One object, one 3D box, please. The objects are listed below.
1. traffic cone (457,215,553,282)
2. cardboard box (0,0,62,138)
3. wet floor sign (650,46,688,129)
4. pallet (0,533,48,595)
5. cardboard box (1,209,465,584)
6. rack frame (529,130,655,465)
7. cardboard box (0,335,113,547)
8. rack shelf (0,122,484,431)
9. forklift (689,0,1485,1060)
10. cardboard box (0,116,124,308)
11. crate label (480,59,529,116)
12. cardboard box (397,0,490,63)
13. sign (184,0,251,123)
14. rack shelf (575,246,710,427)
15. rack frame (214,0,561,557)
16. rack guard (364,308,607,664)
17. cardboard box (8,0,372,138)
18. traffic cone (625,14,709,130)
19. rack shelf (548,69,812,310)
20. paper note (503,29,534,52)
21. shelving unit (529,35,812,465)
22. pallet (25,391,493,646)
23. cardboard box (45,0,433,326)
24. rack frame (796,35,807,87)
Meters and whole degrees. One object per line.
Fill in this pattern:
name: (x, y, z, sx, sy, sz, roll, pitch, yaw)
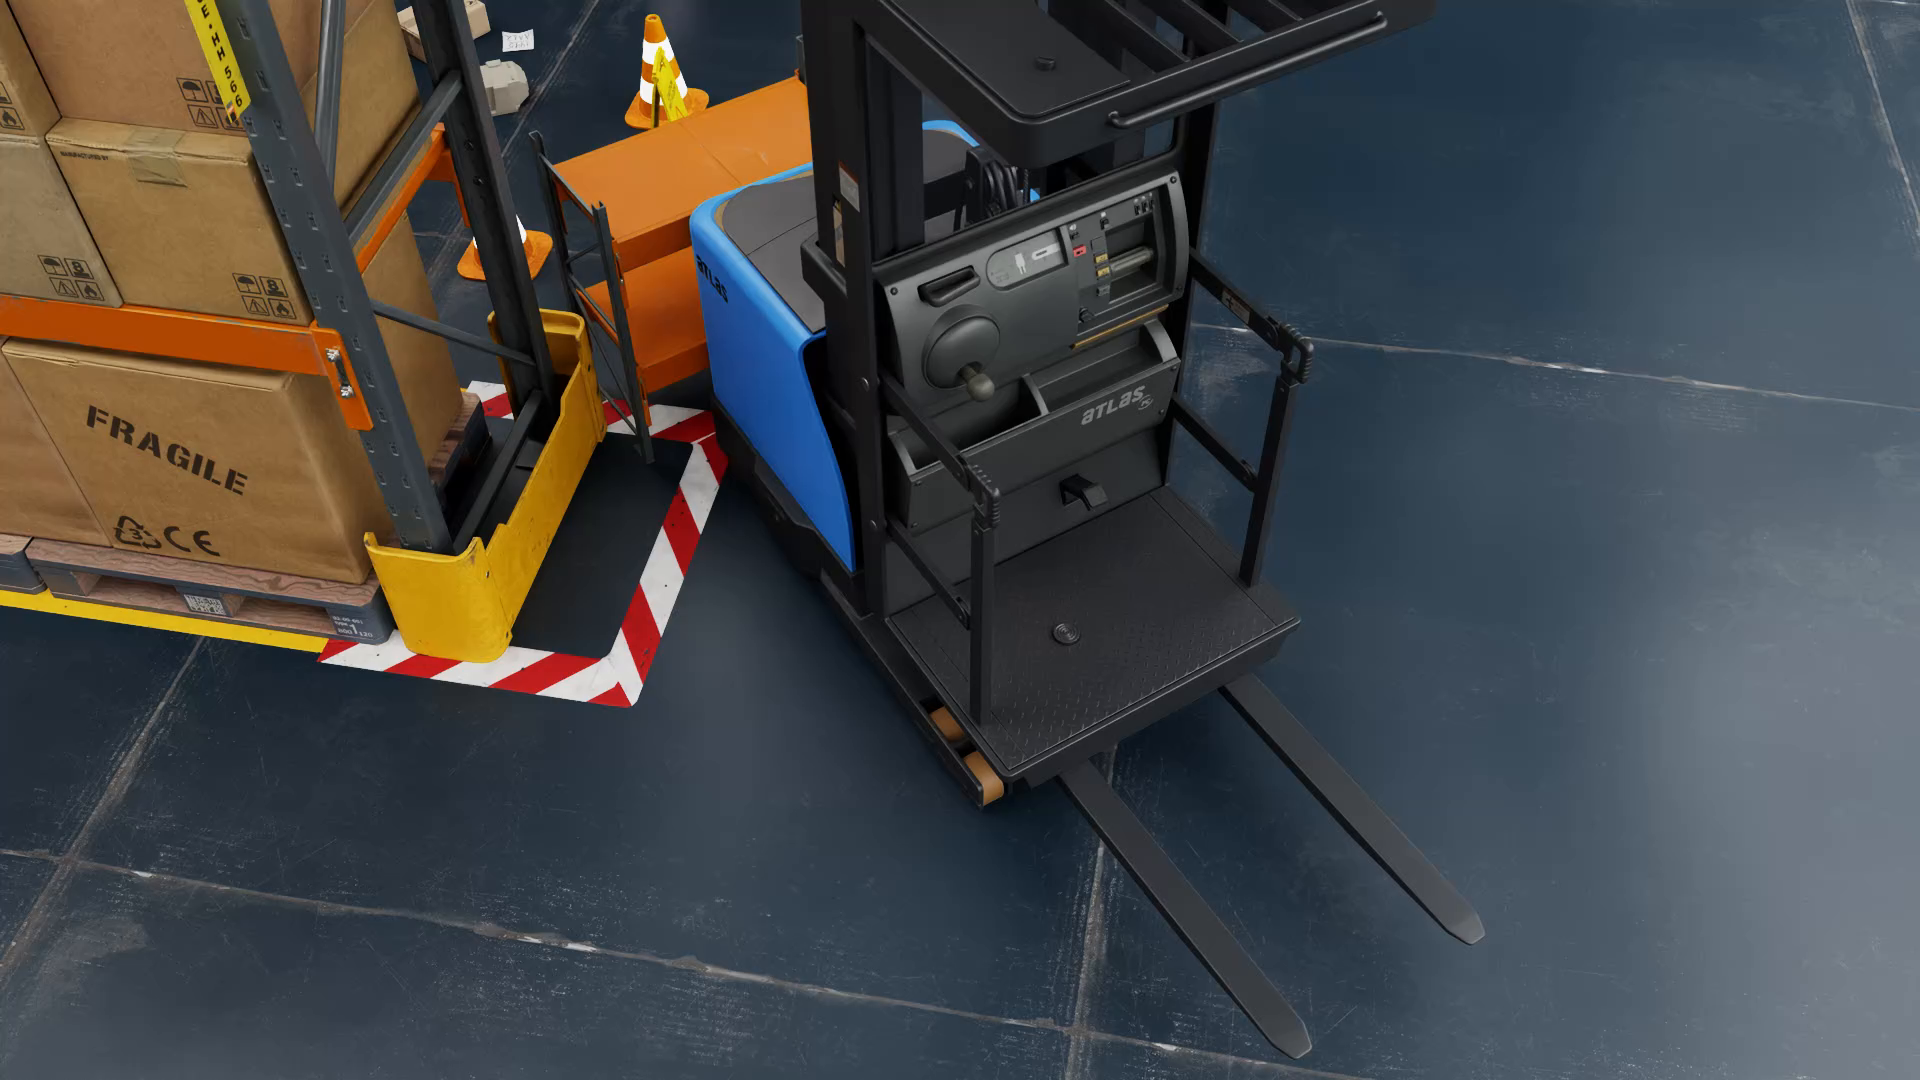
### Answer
traffic cone: (-1.854, -1.310, 6.616, 0.334, 0.463, 0.336, 8, 49, 7)
cardboard box: (-2.500, -1.542, 4.292, 0.550, 0.550, 0.875, 8, 49, 7)
wet floor sign: (-1.203, -1.707, 6.850, 0.232, 0.644, 0.267, 0, 48, 0)
pallet: (-3.582, -0.328, 5.903, 1.213, 0.211, 1.003, 8, 49, 7)
cardboard box: (-2.263, -0.520, 5.347, 0.875, 0.875, 0.875, 8, 49, 7)
rack frame: (-1.256, -0.807, 5.719, 0.032, 1.125, 0.500, -27, 54, -22)
cardboard box: (-3.129, -0.635, 5.450, 0.875, 0.875, 0.875, 7, 48, 6)
rack shelf: (-3.552, -1.073, 5.181, 4.000, 0.370, 1.077, 8, 49, 7)
forklift: (0.334, -0.585, 4.305, 1.130, 2.935, 3.031, -25, 53, -21)
cardboard box: (-2.502, -1.171, 4.685, 0.550, 0.550, 0.875, 8, 49, 7)
crate label: (-2.103, -2.042, 7.493, 0.298, 0.136, 0.250, -15, 50, -13)
cardboard box: (-2.451, -2.427, 7.831, 0.250, 0.149, 0.380, 32, 56, 26)
sign: (-1.694, -1.119, 3.801, 0.005, 0.325, 0.100, 8, 49, 7)
rack shelf: (-0.838, -0.859, 6.094, 1.000, 0.278, 0.538, -27, 54, -22)
rack frame: (-1.584, -1.048, 4.676, 0.127, 3.000, 1.000, 8, 49, 7)
rack guard: (-1.560, -0.210, 5.602, 0.348, 0.500, 1.175, 8, 49, 7)
cardboard box: (-1.942, -1.537, 4.288, 0.550, 0.550, 0.875, 8, 49, 7)
traffic cone: (-1.318, -2.092, 7.319, 0.334, 0.463, 0.336, 8, 49, 7)
rack shelf: (-0.838, -1.218, 5.694, 1.000, 0.278, 0.538, -27, 54, -22)
paper note: (-2.087, -2.361, 7.851, 0.142, 0.019, 0.148, -7, 48, -7)
shelving unit: (-0.838, -1.022, 5.912, 1.048, 1.125, 0.538, -27, 54, -22)
pallet: (-2.385, -0.165, 5.756, 1.213, 0.211, 1.003, 8, 49, 7)
cardboard box: (-1.957, -1.115, 4.634, 0.550, 0.550, 0.875, 8, 49, 7)
rack frame: (-0.420, -1.238, 6.106, 0.032, 1.125, 0.500, -27, 54, -22)
